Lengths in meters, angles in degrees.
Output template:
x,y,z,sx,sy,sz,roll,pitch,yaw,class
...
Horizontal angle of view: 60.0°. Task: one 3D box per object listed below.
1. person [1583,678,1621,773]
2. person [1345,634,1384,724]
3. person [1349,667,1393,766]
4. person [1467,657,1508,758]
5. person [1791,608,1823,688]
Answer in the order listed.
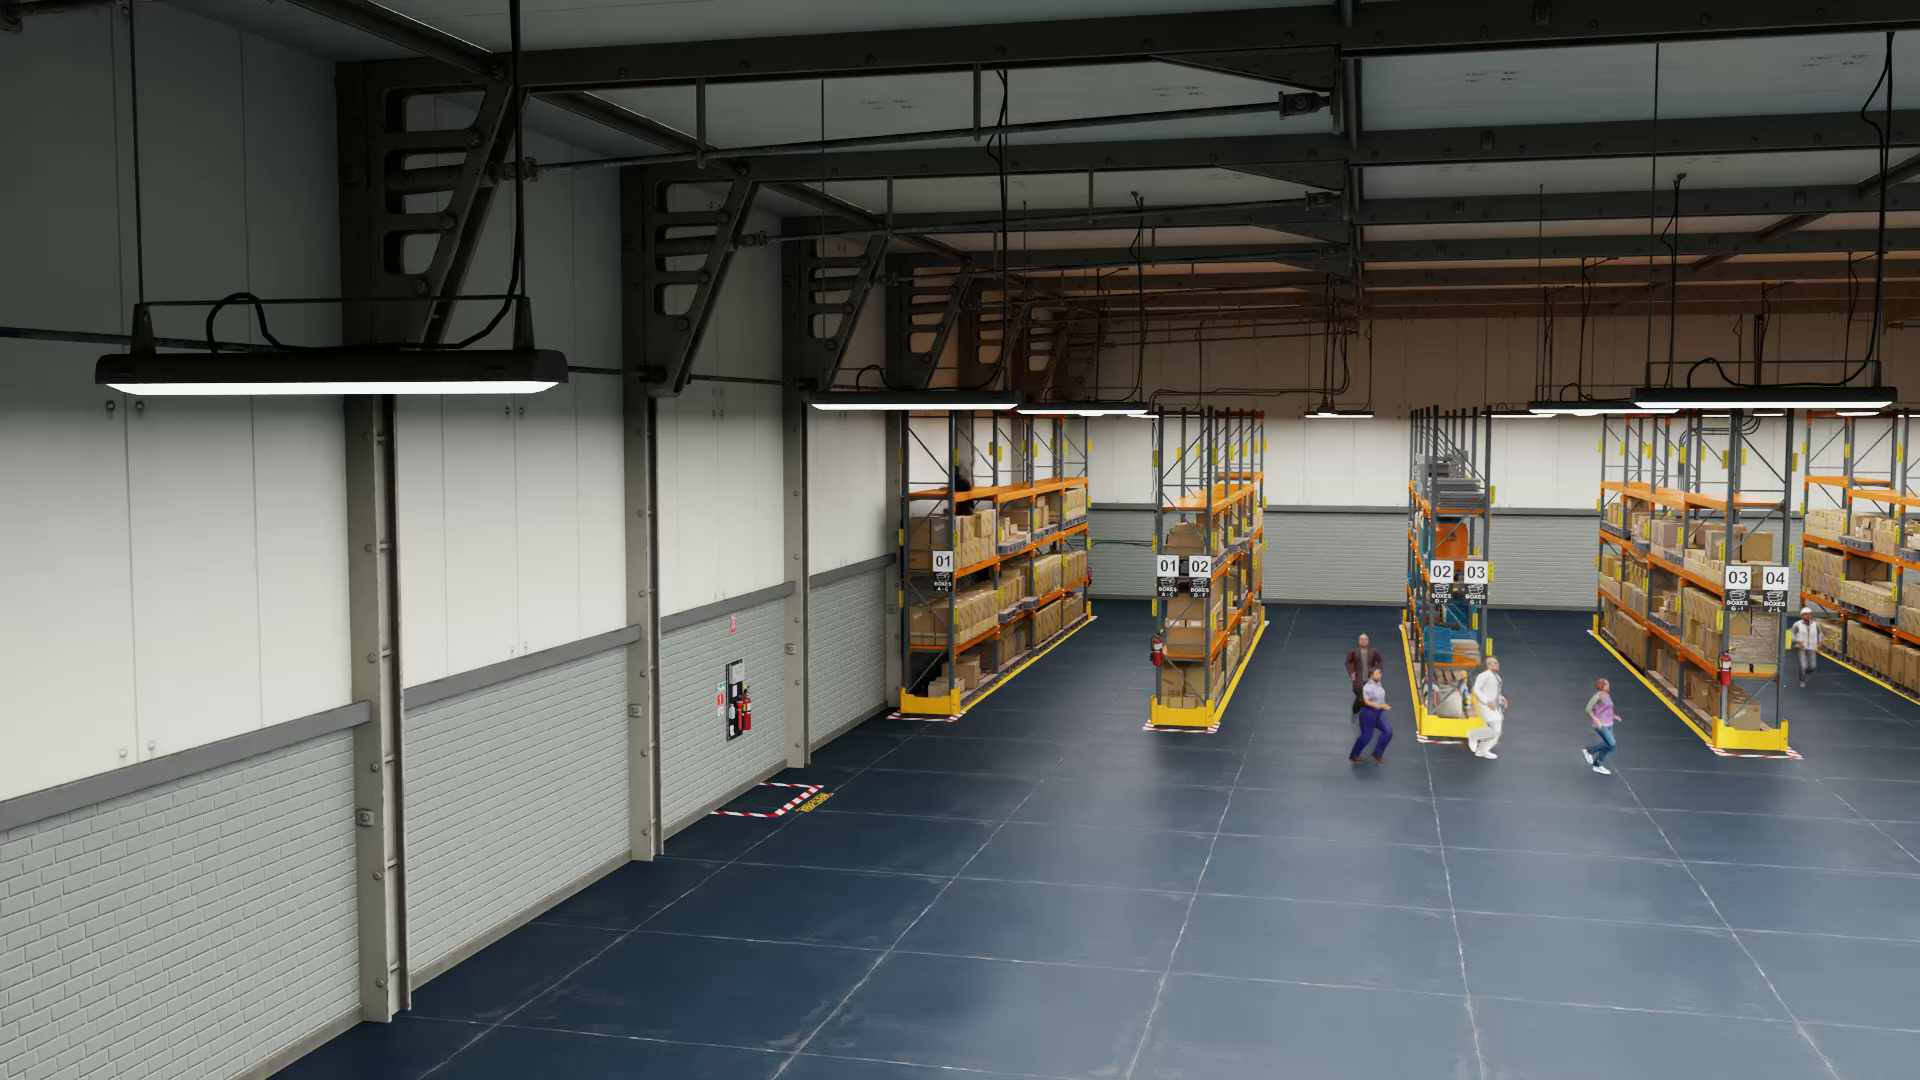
x,y,z,sx,sy,sz,roll,pitch,yaw,class
10.451,3.017,27.041,0.549,1.553,0.537,-4,6,-45,person
7.580,2.633,31.115,0.697,1.714,0.581,1,4,9,person
6.849,2.938,27.624,0.720,1.676,0.561,4,6,44,person
8.989,2.938,28.297,0.608,1.512,0.697,4,6,43,person
18.128,2.308,35.619,0.692,1.729,0.599,1,4,10,person
